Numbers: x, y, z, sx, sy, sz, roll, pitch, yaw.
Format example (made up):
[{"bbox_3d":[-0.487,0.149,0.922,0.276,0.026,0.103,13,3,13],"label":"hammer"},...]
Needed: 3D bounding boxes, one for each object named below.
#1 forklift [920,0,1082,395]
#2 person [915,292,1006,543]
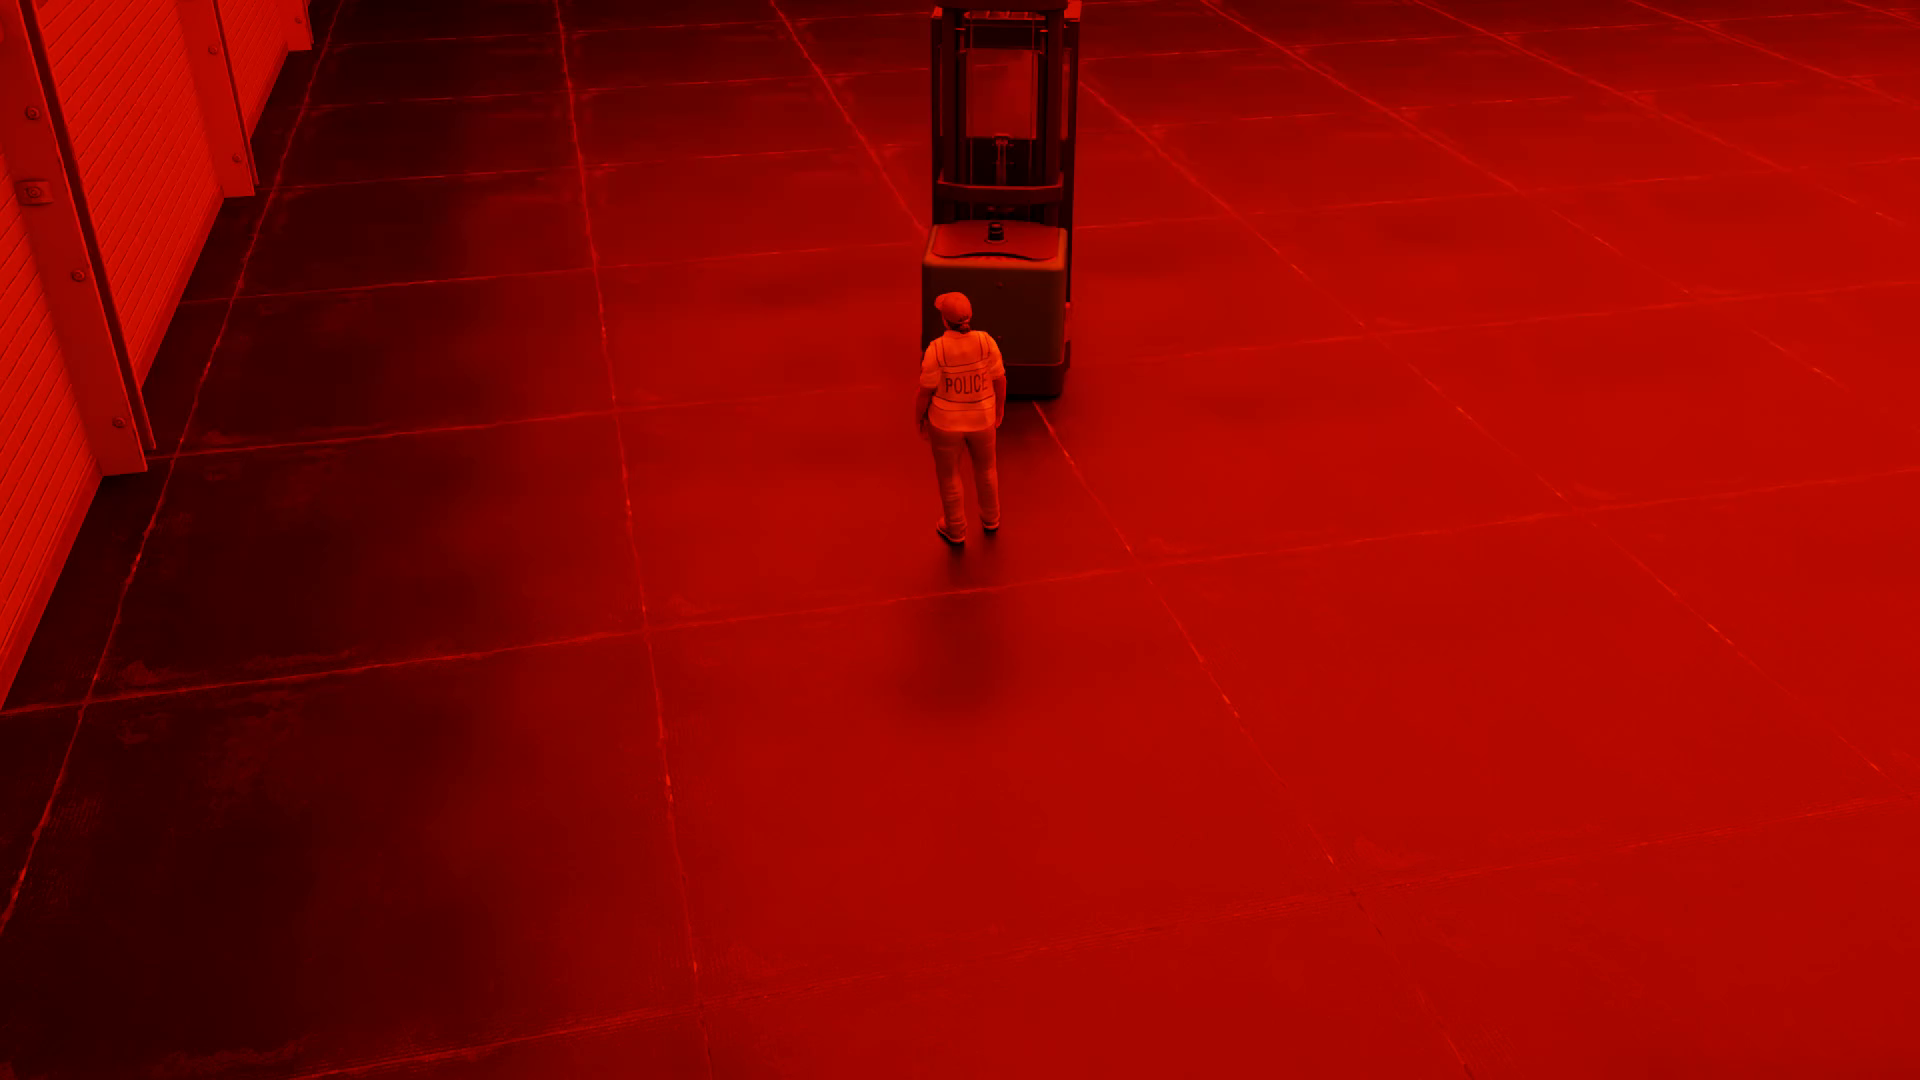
[{"bbox_3d":[0.351,-3.038,12.822,1.130,2.935,3.031,2,30,4],"label":"forklift"},{"bbox_3d":[0.004,-0.768,10.148,0.599,1.670,0.529,-7,31,-12],"label":"person"}]
